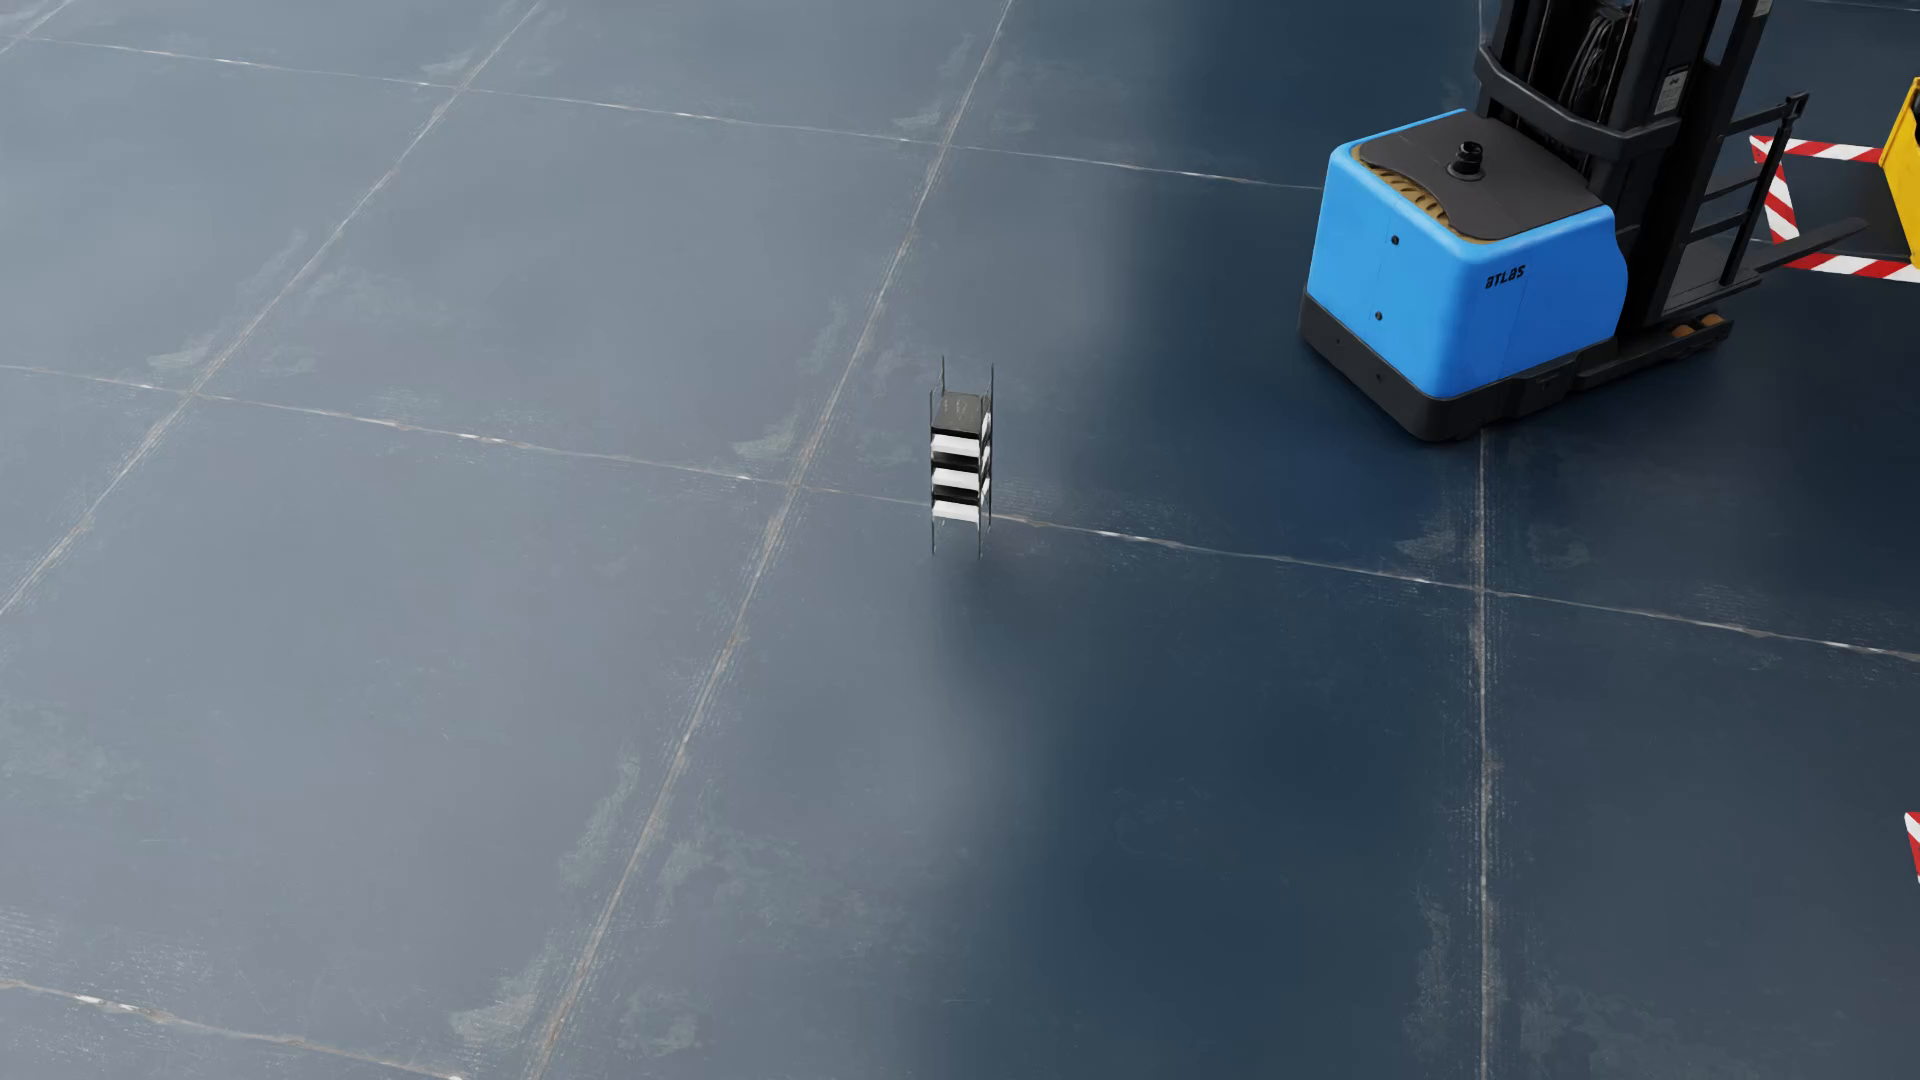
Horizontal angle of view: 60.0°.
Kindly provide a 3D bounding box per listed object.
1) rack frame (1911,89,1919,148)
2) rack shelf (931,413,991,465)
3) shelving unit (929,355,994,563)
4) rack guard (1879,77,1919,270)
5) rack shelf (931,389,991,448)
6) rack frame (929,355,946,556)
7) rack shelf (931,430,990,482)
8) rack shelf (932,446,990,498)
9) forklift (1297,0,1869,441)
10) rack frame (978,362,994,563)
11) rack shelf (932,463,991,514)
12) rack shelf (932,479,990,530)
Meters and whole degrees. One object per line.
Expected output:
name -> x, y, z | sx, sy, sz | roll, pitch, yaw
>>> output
rack frame -> 5.197, -2.863, 8.022 | 0.127, 3.000, 1.000 | 9, 45, 9
rack shelf -> 0.008, -0.429, 6.795 | 0.200, 0.077, 0.258 | 9, 45, 9
shelving unit -> 0.008, -0.323, 6.897 | 0.210, 0.900, 0.258 | 9, 45, 9
rack guard -> 5.271, -1.951, 8.877 | 0.348, 0.500, 1.175 | 9, 45, 9
rack shelf -> 0.008, -0.493, 6.733 | 0.200, 0.077, 0.258 | 9, 45, 9
rack frame -> -0.091, -0.338, 6.913 | 0.006, 0.900, 0.240 | 9, 45, 9
rack shelf -> 0.008, -0.364, 6.857 | 0.200, 0.077, 0.258 | 9, 45, 9
rack shelf -> 0.008, -0.299, 6.920 | 0.200, 0.077, 0.258 | 9, 45, 9
forklift -> 3.203, -2.241, 7.425 | 3.031, 2.935, 1.130 | -20, 47, -20
rack frame -> 0.107, -0.308, 6.881 | 0.006, 0.900, 0.240 | 9, 45, 9
rack shelf -> 0.008, -0.234, 6.982 | 0.200, 0.077, 0.258 | 9, 45, 9
rack shelf -> 0.008, -0.169, 7.045 | 0.200, 0.077, 0.258 | 9, 45, 9
